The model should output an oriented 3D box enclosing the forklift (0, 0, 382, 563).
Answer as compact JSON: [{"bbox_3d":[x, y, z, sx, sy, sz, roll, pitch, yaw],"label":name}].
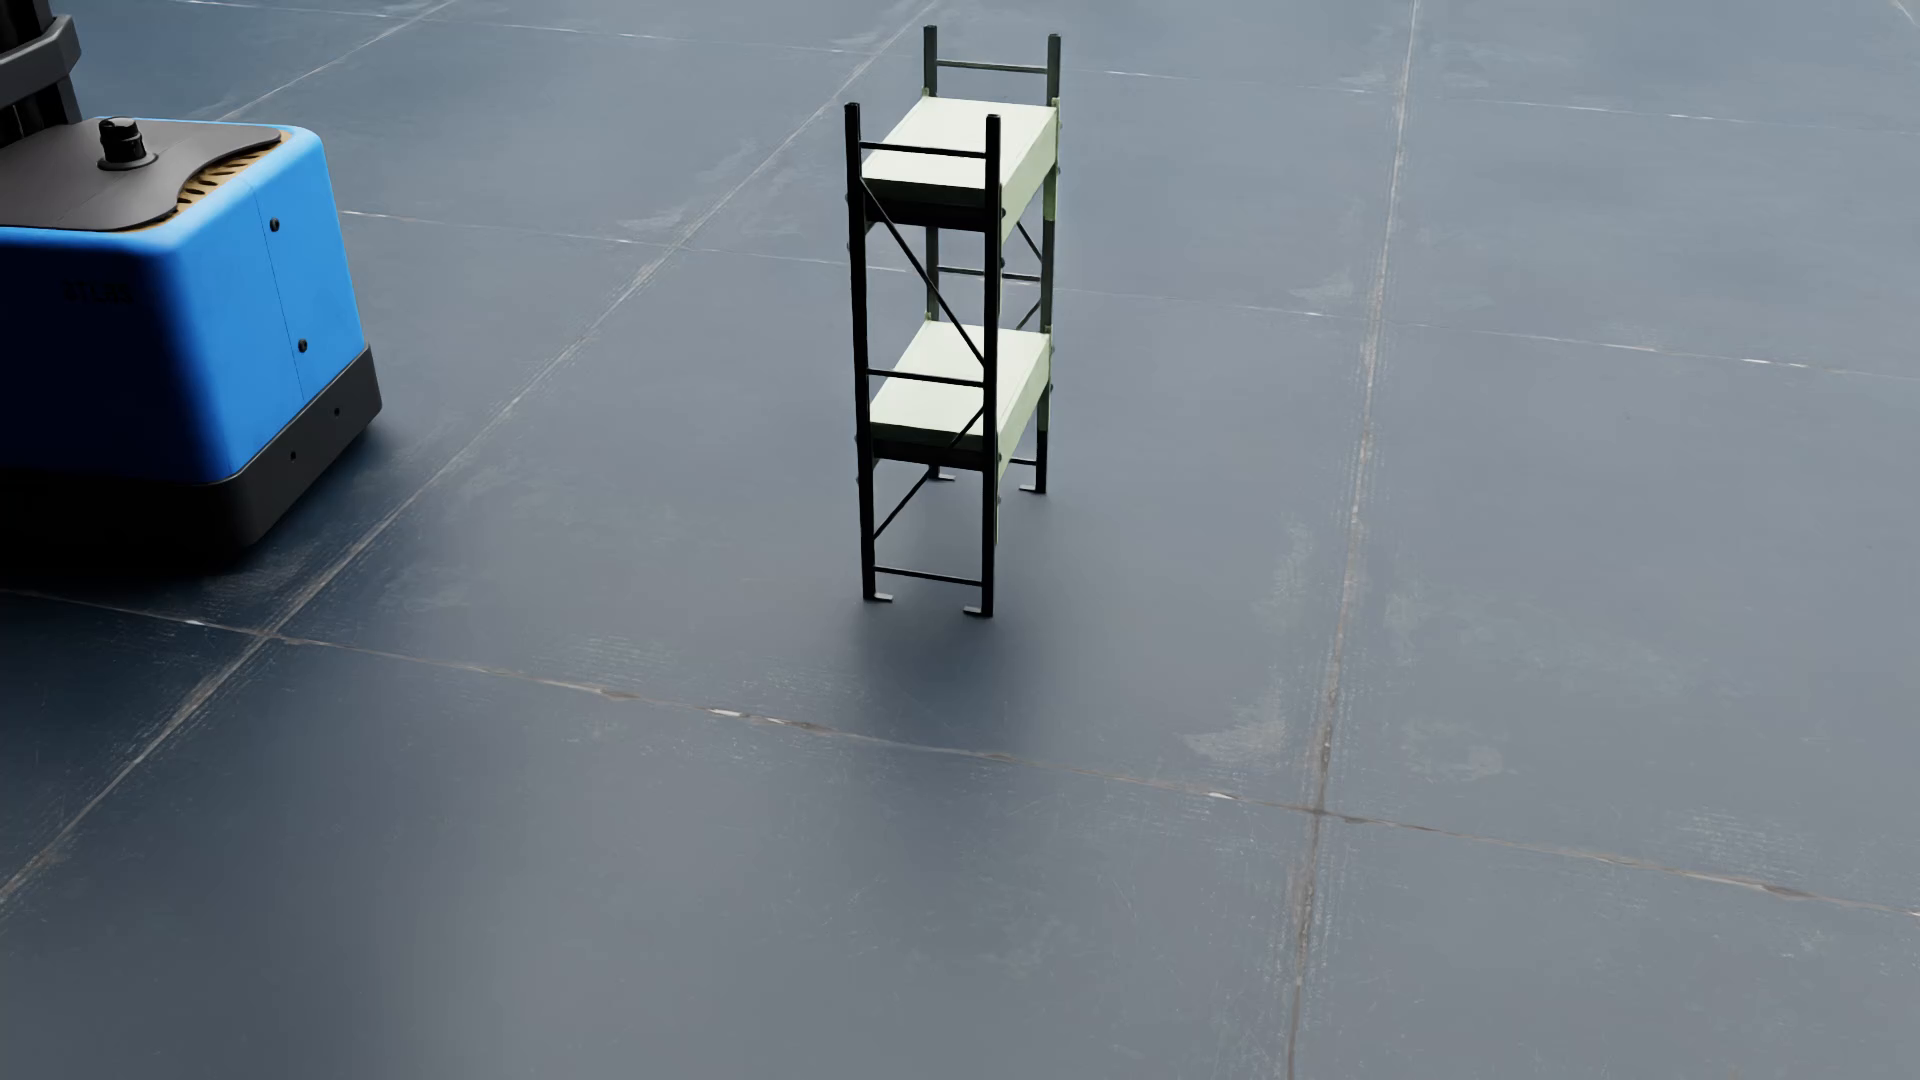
[{"bbox_3d":[-3.591,-1.522,4.913,3.031,2.935,1.130,5,33,7],"label":"forklift"}]

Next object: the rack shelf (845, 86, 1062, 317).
[{"bbox_3d":[-0.002,-0.959,4.633,0.431,0.370,0.720,8,33,12],"label":"rack shelf"}]

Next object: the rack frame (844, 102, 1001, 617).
[{"bbox_3d":[-0.095,-0.440,4.543,0.400,1.500,0.023,8,33,12],"label":"rack frame"}]

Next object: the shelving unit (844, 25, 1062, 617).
[{"bbox_3d":[-0.002,-0.629,4.842,0.431,1.500,0.755,8,33,12],"label":"shelving unit"}]

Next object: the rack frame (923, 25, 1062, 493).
[{"bbox_3d":[0.091,-0.819,5.141,0.400,1.500,0.023,8,33,12],"label":"rack frame"}]

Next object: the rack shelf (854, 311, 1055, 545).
[{"bbox_3d":[-0.002,-0.354,5.017,0.431,0.370,0.720,8,33,12],"label":"rack shelf"}]
